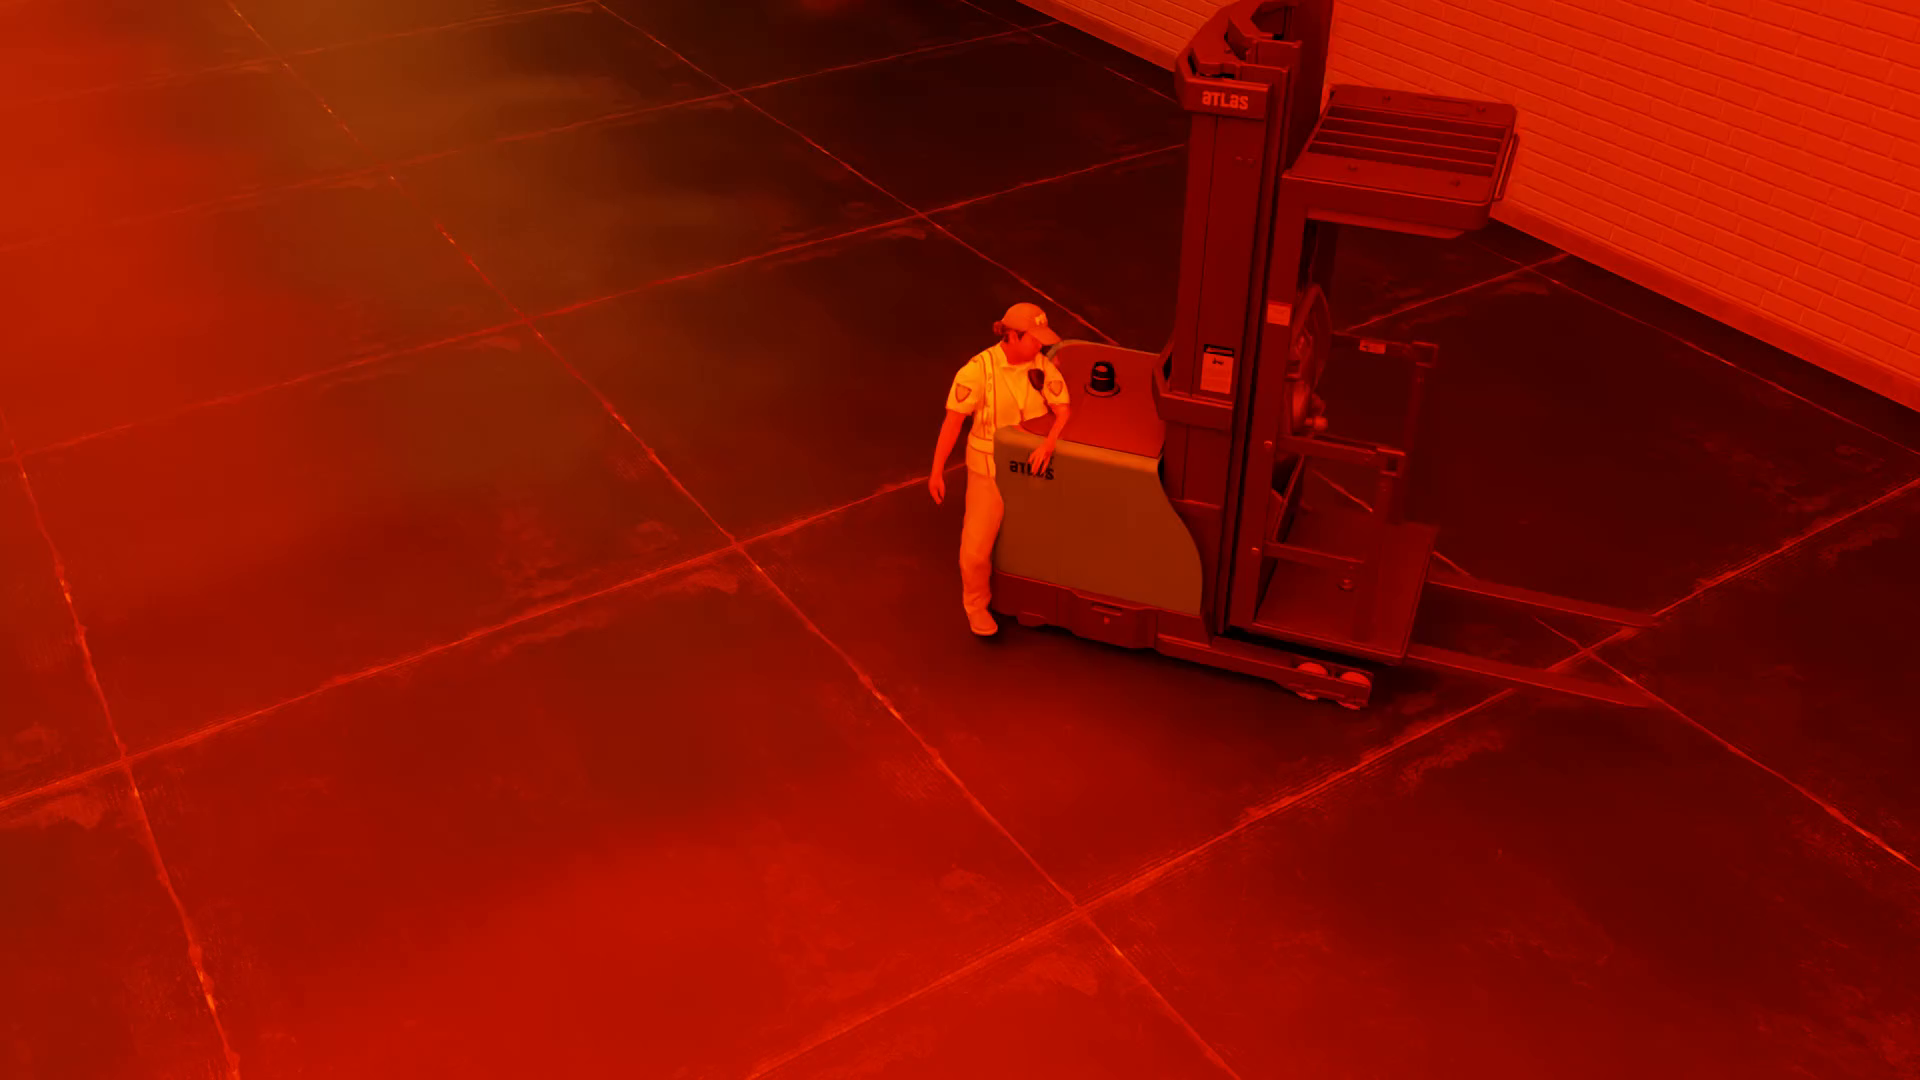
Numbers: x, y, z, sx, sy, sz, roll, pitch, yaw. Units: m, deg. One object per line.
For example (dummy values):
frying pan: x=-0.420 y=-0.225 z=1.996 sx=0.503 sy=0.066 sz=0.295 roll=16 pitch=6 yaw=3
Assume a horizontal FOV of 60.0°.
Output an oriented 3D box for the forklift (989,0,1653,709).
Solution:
forklift: x=1.708 y=-0.776 z=7.251 sx=3.031 sy=2.935 sz=1.130 roll=12 pitch=37 yaw=17

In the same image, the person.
person: x=0.198 y=-0.325 z=7.824 sx=0.740 sy=1.539 sz=0.816 roll=-16 pitch=38 yaw=-22
